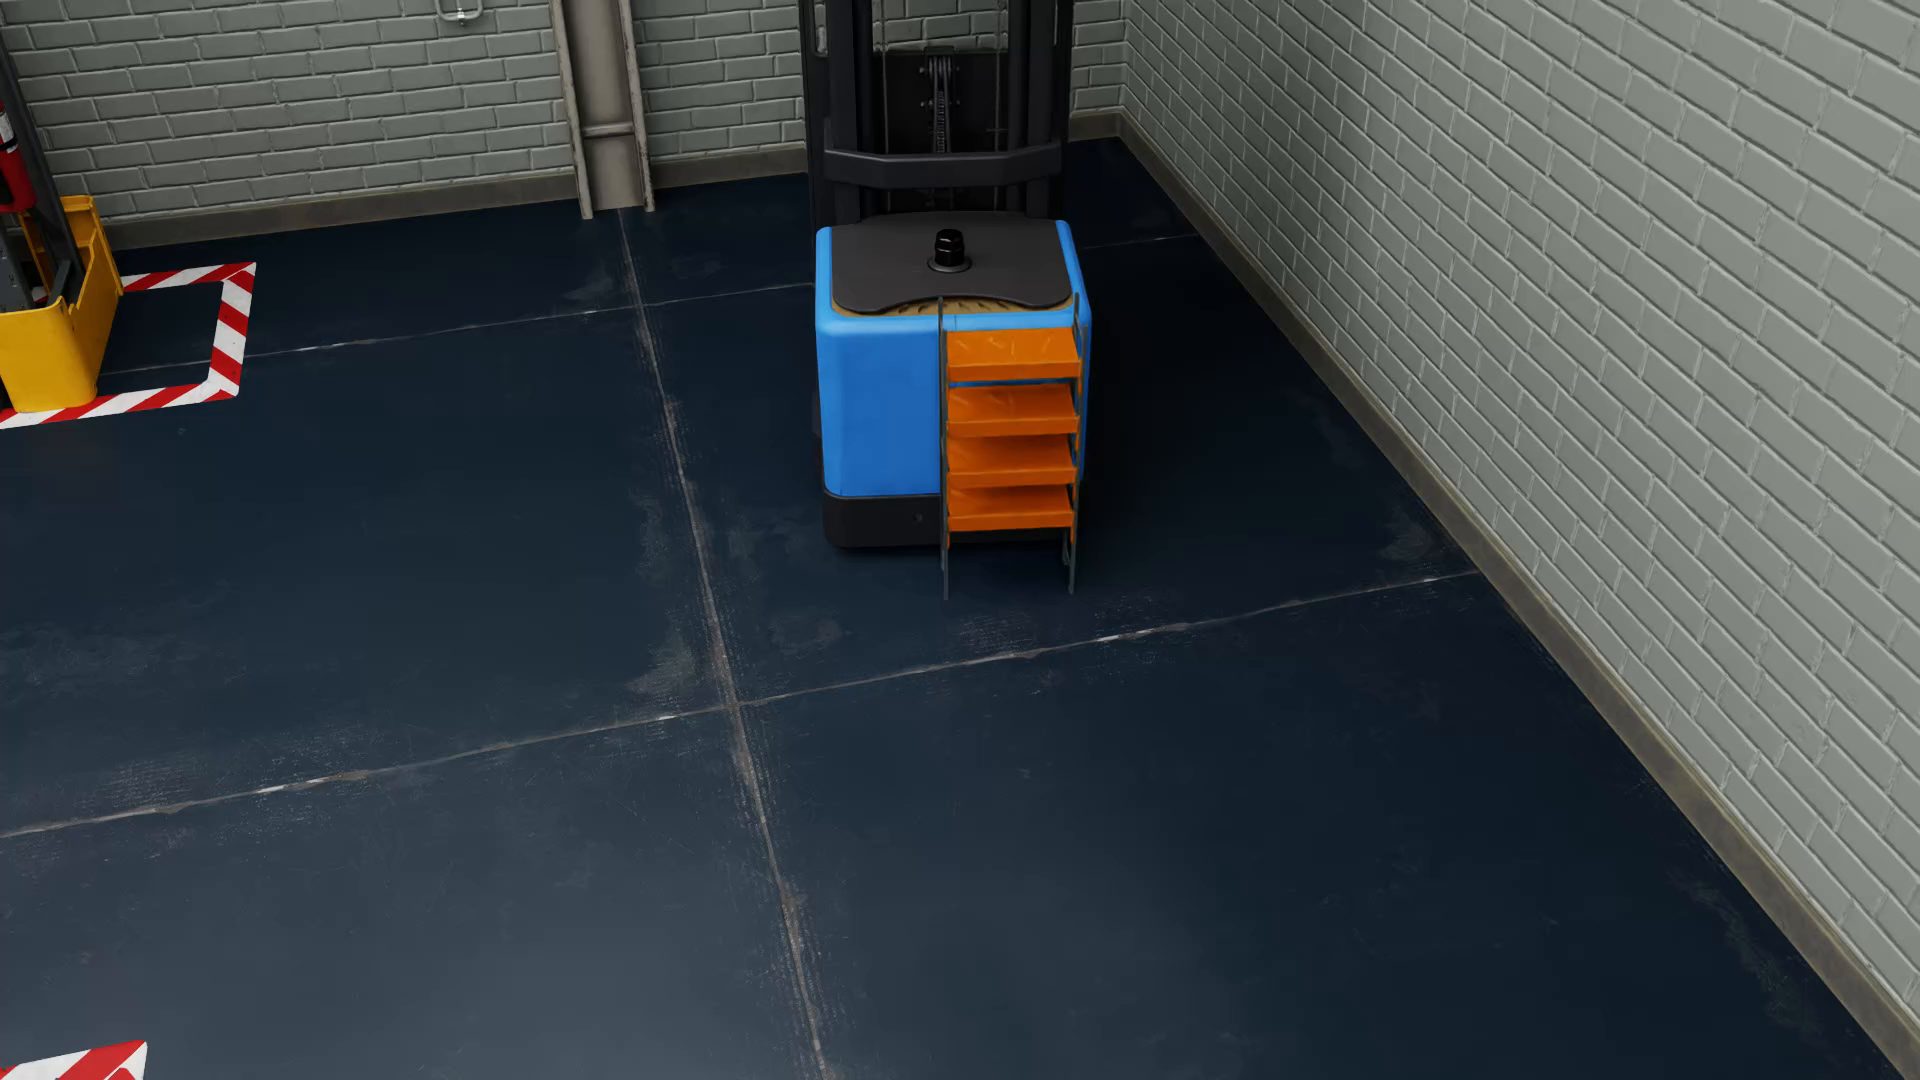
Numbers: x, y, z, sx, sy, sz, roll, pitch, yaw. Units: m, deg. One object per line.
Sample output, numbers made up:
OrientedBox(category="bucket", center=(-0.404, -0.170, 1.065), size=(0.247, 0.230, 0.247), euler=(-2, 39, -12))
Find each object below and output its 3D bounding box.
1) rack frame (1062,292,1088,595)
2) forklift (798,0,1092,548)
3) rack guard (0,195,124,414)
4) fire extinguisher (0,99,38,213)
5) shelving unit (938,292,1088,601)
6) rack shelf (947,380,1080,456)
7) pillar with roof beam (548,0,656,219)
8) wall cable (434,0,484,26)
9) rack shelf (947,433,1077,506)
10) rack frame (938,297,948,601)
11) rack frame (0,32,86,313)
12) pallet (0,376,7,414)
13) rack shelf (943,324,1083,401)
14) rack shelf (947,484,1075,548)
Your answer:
OrientedBox(category="rack frame", center=(0.426, -0.335, 6.201), size=(0.015, 1.200, 0.240), euler=(-3, 37, -3))
OrientedBox(category="forklift", center=(-0.111, -2.010, 6.966), size=(1.130, 2.935, 3.031), euler=(-2, 37, -3))
OrientedBox(category="rack guard", center=(-4.253, -1.129, 7.815), size=(0.348, 0.500, 1.175), euler=(-9, 38, -12))
OrientedBox(category="fire extinguisher", center=(-4.011, -1.693, 6.864), size=(0.183, 0.674, 0.296), euler=(-9, 38, -12))
OrientedBox(category="shelving unit", center=(0.182, -0.324, 6.187), size=(0.503, 1.200, 0.258), euler=(-3, 37, -3))
OrientedBox(category="rack shelf", center=(0.182, -0.449, 6.092), size=(0.480, 0.148, 0.258), euler=(-3, 37, -3))
OrientedBox(category="pillar with roof beam", center=(-0.773, -2.911, 3.149), size=(0.400, 9.000, 9.100), euler=(-9, 38, -12))
OrientedBox(category="wall cable", center=(-3.287, -3.279, 7.732), size=(1.851, 1.984, 0.084), euler=(-9, 38, -12))
OrientedBox(category="rack shelf", center=(0.182, -0.271, 6.227), size=(0.480, 0.148, 0.258), euler=(-3, 37, -3))
OrientedBox(category="rack frame", center=(-0.061, -0.313, 6.172), size=(0.015, 1.200, 0.240), euler=(-3, 37, -3))
OrientedBox(category="rack frame", center=(-4.277, -2.118, 7.050), size=(0.127, 3.000, 1.000), euler=(-9, 38, -12))
OrientedBox(category="pallet", center=(-5.028, -0.838, 7.672), size=(1.213, 0.211, 1.003), euler=(-9, 38, -12))
OrientedBox(category="rack shelf", center=(0.182, -0.637, 5.948), size=(0.480, 0.148, 0.258), euler=(-3, 37, -3))
OrientedBox(category="rack shelf", center=(0.182, -0.113, 6.348), size=(0.480, 0.148, 0.258), euler=(-3, 37, -3))
